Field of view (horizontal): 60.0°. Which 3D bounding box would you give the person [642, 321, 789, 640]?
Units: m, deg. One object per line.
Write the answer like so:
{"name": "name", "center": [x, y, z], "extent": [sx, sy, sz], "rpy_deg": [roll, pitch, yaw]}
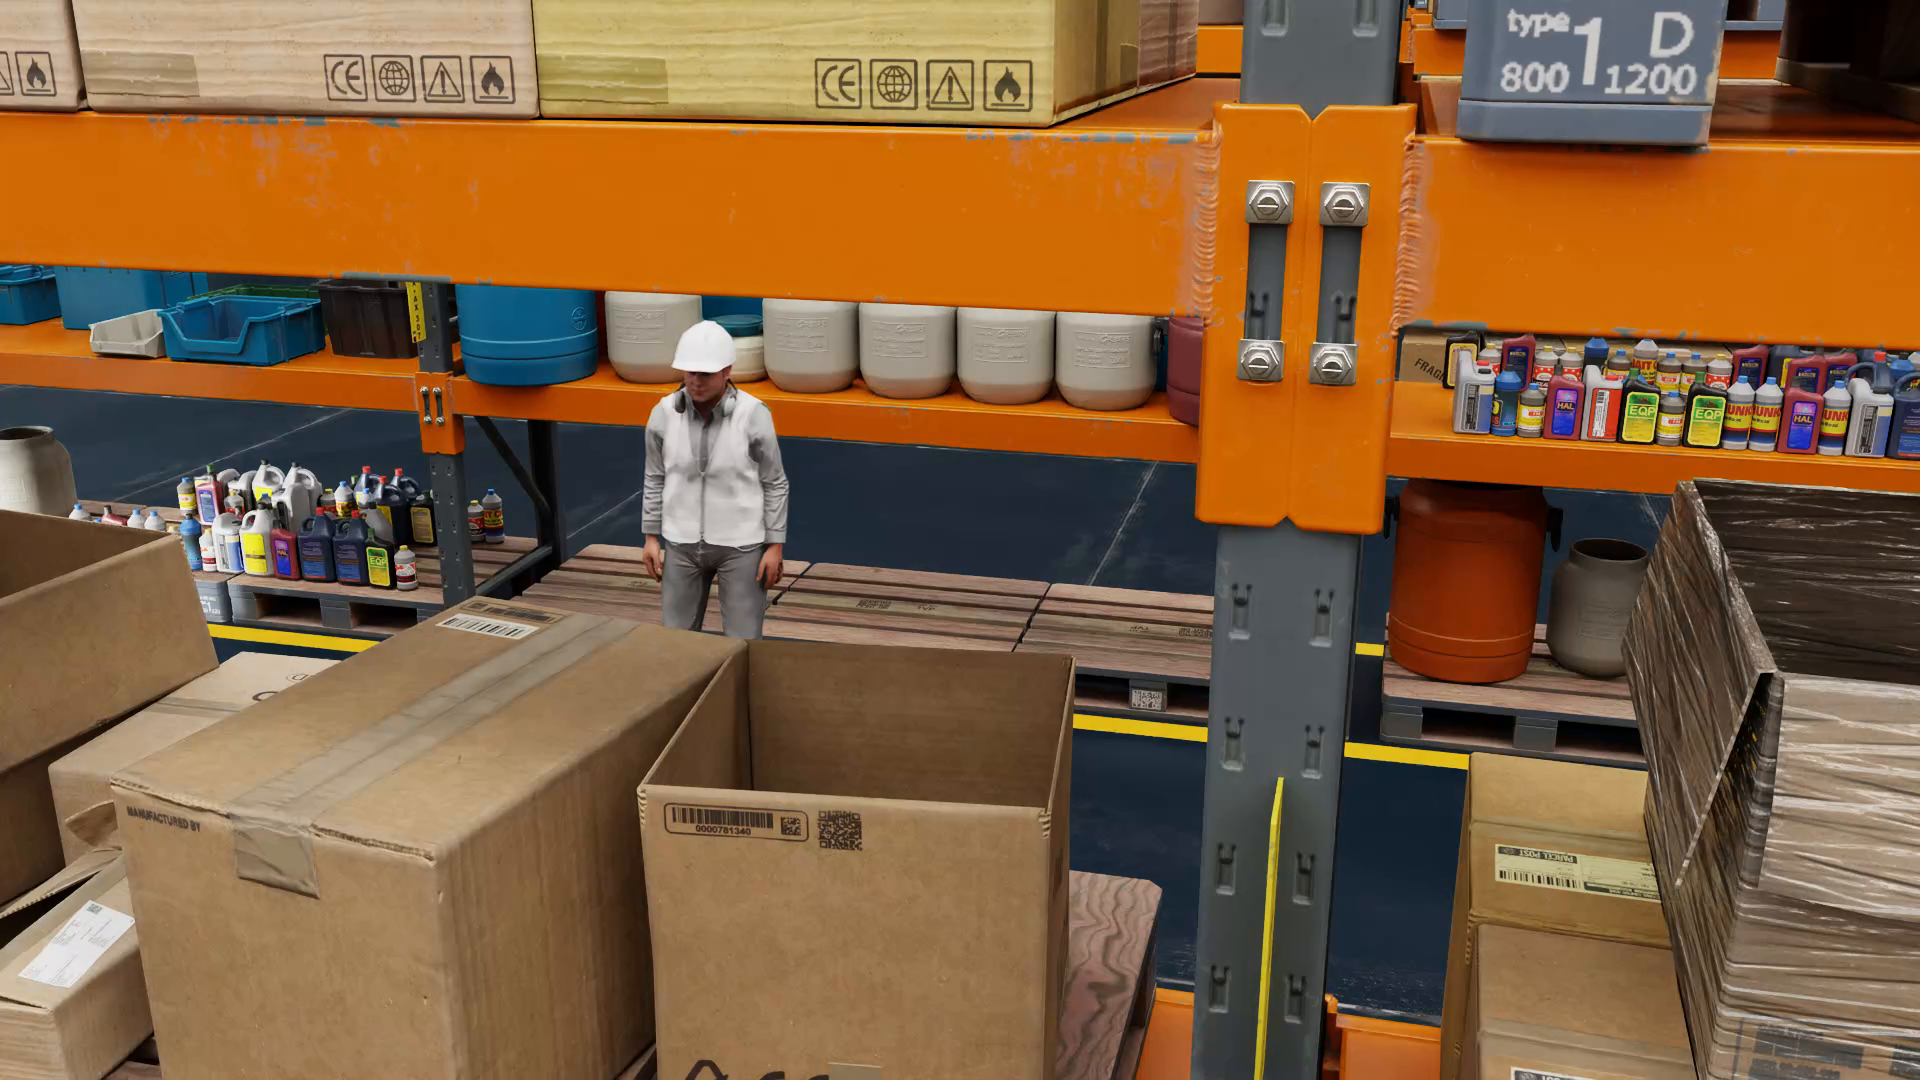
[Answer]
{"name": "person", "center": [-0.955, 0.018, 6.463], "extent": [0.582, 1.769, 0.464], "rpy_deg": [4, 18, 11]}
